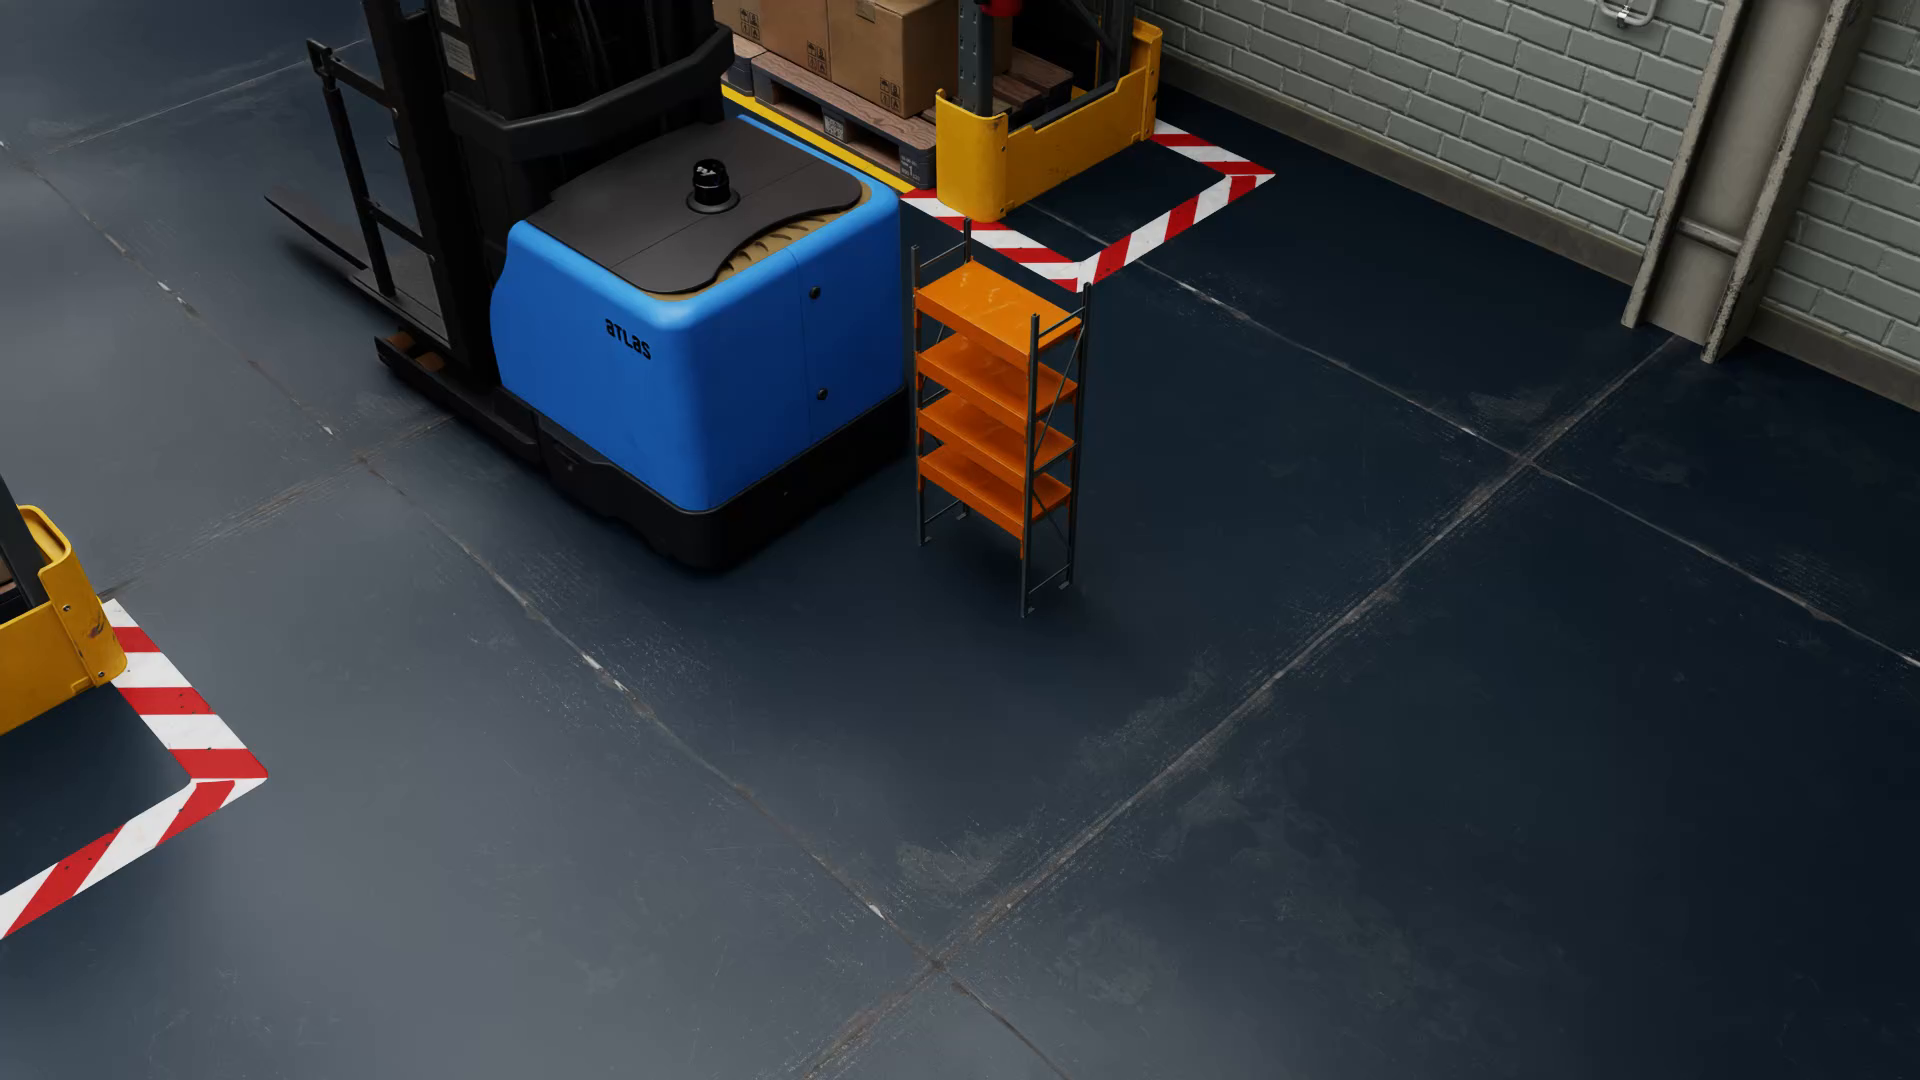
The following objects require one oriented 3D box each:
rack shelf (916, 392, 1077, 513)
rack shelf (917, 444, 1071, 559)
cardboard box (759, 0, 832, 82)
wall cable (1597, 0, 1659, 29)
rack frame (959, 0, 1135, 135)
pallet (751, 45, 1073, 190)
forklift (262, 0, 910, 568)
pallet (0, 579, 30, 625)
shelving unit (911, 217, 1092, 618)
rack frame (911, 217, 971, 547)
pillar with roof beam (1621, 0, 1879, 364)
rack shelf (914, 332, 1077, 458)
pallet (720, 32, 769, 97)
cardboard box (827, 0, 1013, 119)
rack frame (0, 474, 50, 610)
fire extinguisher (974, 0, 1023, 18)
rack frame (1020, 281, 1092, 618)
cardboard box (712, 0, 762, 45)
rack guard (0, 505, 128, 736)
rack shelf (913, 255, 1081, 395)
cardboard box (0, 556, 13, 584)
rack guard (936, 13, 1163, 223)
[{"bbox_3d":[0.117,-0.312,5.302,0.258,0.148,0.480,-34,53,-31],"label":"rack shelf"},{"bbox_3d":[0.117,-0.166,5.437,0.258,0.148,0.480,-34,53,-31],"label":"rack shelf"},{"bbox_3d":[-0.531,-2.602,7.888,0.500,0.500,0.700,34,53,31],"label":"cardboard box"},{"bbox_3d":[1.962,-3.048,6.090,0.084,1.984,1.851,-34,53,-31],"label":"wall cable"},{"bbox_3d":[0.388,-2.837,6.610,1.000,3.000,0.127,-34,53,-31],"label":"rack frame"},{"bbox_3d":[-0.232,-2.160,7.932,1.003,0.211,1.213,-34,53,-31],"label":"pallet"},{"bbox_3d":[-1.607,-1.858,5.601,3.031,2.935,1.130,32,51,30],"label":"forklift"},{"bbox_3d":[-3.734,0.144,5.439,1.003,0.211,1.213,-34,53,-31],"label":"pallet"},{"bbox_3d":[0.117,-0.361,5.257,0.258,1.200,0.503,-34,53,-31],"label":"shelving unit"},{"bbox_3d":[-0.055,-0.478,5.384,0.240,1.200,0.015,-34,53,-31],"label":"rack frame"},{"bbox_3d":[-0.141,-2.094,1.386,9.100,9.000,0.400,-34,53,-31],"label":"pillar with roof beam"},{"bbox_3d":[0.117,-0.476,5.151,0.258,0.148,0.480,-34,53,-31],"label":"rack shelf"},{"bbox_3d":[-1.089,-2.746,8.566,1.003,0.211,1.213,-34,53,-31],"label":"pallet"},{"bbox_3d":[-0.177,-2.362,7.628,0.700,0.500,0.500,-34,53,-31],"label":"cardboard box"},{"bbox_3d":[-3.117,-0.461,4.039,1.000,3.000,0.127,-34,53,-31],"label":"rack frame"},{"bbox_3d":[0.168,-2.378,6.445,0.296,0.674,0.183,-34,53,-31],"label":"fire extinguisher"},{"bbox_3d":[0.289,-0.244,5.130,0.240,1.200,0.015,-34,53,-31],"label":"rack frame"},{"bbox_3d":[-0.886,-2.843,8.149,0.500,0.500,0.700,32,52,30],"label":"cardboard box"},{"bbox_3d":[-3.170,0.420,4.927,1.175,0.500,0.348,-34,53,-31],"label":"rack guard"},{"bbox_3d":[0.117,-0.650,4.990,0.258,0.148,0.480,-34,53,-31],"label":"rack shelf"},{"bbox_3d":[-3.169,0.058,5.253,0.380,0.149,0.250,-34,53,-31],"label":"cardboard box"},{"bbox_3d":[0.405,-1.907,7.446,1.175,0.500,0.348,-34,53,-31],"label":"rack guard"}]
